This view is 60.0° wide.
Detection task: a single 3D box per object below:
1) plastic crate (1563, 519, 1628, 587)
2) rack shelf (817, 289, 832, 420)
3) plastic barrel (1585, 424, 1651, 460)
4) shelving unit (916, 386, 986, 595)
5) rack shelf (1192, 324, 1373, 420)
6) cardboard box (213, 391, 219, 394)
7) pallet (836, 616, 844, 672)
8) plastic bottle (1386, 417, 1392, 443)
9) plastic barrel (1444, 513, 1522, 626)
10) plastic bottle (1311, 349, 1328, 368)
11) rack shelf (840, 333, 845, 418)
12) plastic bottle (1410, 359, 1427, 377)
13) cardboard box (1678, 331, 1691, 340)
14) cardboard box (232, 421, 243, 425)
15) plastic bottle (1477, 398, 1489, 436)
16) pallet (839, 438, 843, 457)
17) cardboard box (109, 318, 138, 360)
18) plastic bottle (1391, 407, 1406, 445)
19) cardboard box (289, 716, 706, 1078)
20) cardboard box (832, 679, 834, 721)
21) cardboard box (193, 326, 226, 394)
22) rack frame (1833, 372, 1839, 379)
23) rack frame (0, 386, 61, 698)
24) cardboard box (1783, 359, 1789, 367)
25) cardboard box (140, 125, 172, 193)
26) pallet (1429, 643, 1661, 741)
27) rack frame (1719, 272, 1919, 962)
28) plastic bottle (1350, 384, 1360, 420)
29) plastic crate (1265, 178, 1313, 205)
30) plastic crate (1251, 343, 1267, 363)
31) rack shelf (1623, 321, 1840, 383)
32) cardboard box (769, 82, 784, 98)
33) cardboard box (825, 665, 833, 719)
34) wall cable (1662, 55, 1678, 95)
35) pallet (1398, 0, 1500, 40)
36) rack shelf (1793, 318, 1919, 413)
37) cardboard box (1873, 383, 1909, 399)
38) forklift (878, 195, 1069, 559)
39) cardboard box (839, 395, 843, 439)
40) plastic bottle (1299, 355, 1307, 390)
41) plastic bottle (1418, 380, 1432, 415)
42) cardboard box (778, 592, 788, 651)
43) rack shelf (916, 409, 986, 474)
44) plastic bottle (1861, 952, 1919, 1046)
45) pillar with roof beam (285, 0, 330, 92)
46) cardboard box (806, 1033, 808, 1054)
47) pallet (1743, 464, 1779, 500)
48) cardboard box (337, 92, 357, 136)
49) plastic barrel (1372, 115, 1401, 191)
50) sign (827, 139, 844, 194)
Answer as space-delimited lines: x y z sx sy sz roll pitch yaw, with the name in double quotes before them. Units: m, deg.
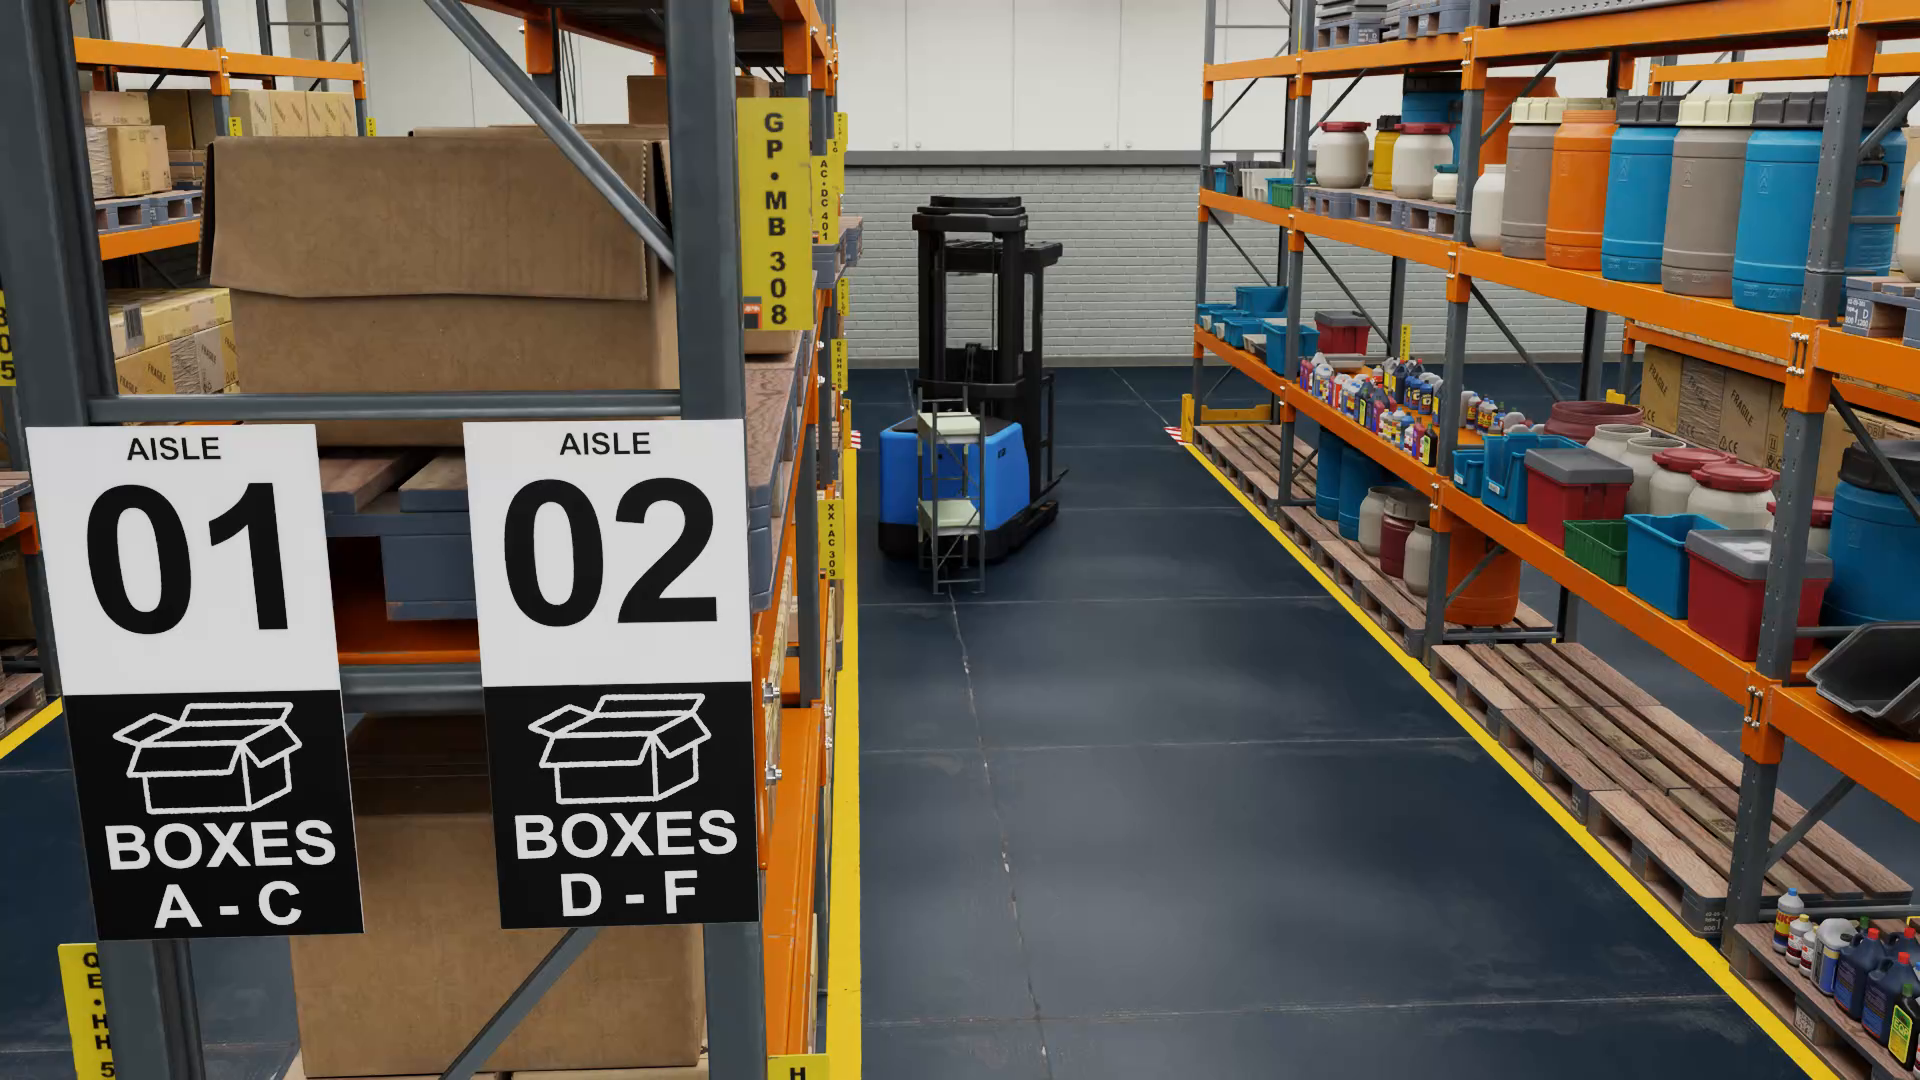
"plastic crate" 3.490 0.063 8.686 0.450 0.188 0.662 -1 14 -3
"rack shelf" -1.188 -1.137 8.349 1.077 0.370 4.000 -1 14 -3
"plastic barrel" 3.909 -0.407 9.864 0.421 0.512 0.421 0 14 0
"shelving unit" -0.075 -0.399 13.069 0.431 1.500 0.755 -3 15 -10
"rack shelf" 3.260 -1.749 16.749 1.077 0.370 4.000 -1 14 -3
"cardboard box" -6.190 -1.128 13.355 0.380 0.149 0.250 0 14 -2
"pallet" -1.321 0.634 11.638 1.003 0.211 1.213 -1 14 -3
"plastic bottle" 3.148 -0.811 12.056 0.097 0.201 0.097 0 14 0
"plastic barrel" 3.584 0.121 11.550 0.600 0.830 0.708 -1 14 -3
"plastic bottle" 3.085 -1.474 14.334 0.144 0.351 0.185 -1 14 -3
"rack shelf" -1.684 -1.674 16.455 1.077 0.370 4.000 -1 14 -3
"plastic bottle" 3.779 -1.307 13.685 0.144 0.351 0.185 -1 14 -3
"cardboard box" 7.838 -2.201 17.565 0.380 0.149 0.250 -1 14 -5
"cardboard box" -6.689 -1.099 15.651 0.380 0.149 0.250 -1 14 -5
"plastic bottle" 3.890 -0.915 12.321 0.097 0.271 0.097 0 14 0
"pallet" -1.753 -0.952 17.803 1.003 0.211 1.213 -1 14 -3
"cardboard box" -6.096 -1.393 11.577 0.500 0.250 0.500 -1 14 -3
"plastic bottle" 3.154 -0.820 11.953 0.097 0.271 0.097 0 14 0
"cardboard box" -0.836 0.653 3.163 0.700 0.500 0.500 -1 14 -3
"cardboard box" -0.973 0.979 9.378 0.500 0.250 0.500 -1 14 -2
"cardboard box" -6.182 -1.412 13.156 0.500 0.500 0.500 -1 14 -3
"rack frame" 8.327 -1.677 15.023 1.000 3.000 0.127 -1 14 -3
"rack frame" -6.256 -0.453 10.265 1.000 3.000 0.127 -1 14 -3
"cardboard box" 7.965 -1.690 15.579 0.380 0.149 0.250 -1 14 -2
"cardboard box" -6.559 -2.941 12.834 0.700 0.500 0.500 -2 15 -6
"pallet" 3.641 0.938 10.456 1.003 0.211 1.213 -1 14 -3
"rack frame" 3.880 0.389 6.993 1.000 3.000 0.127 -1 14 -3
"plastic bottle" 3.090 -1.076 12.945 0.097 0.271 0.097 0 14 0
"plastic crate" 3.009 -3.193 15.234 0.416 0.233 0.300 -1 14 -3
"plastic crate" 3.046 -1.770 15.819 0.437 0.125 0.590 -1 14 -3
"rack shelf" 8.203 -1.826 17.046 1.077 0.370 4.000 -1 14 -3
"cardboard box" -1.333 -2.624 10.477 0.500 0.500 0.500 -1 14 -3
"cardboard box" -0.938 0.833 8.821 0.500 0.311 0.500 0 14 -2
"wall cable" 11.169 -8.594 23.414 2.277 5.999 0.120 -1 14 -3
"pallet" 3.618 -3.406 10.885 1.213 0.211 1.003 -1 14 -3
"rack shelf" 4.003 -0.218 4.776 1.077 0.370 4.000 -1 14 -3
"cardboard box" 8.138 -1.482 14.065 0.500 0.500 0.500 -1 14 -3
"forklift" 0.267 -1.583 14.796 1.130 2.935 3.031 5 15 18
"cardboard box" -1.528 -1.391 18.045 0.500 0.500 0.500 -1 14 -3
"plastic bottle" 2.981 -1.446 14.361 0.061 0.283 0.133 -1 14 -3
"plastic bottle" 3.684 -1.131 13.160 0.097 0.271 0.097 0 14 0
"cardboard box" -0.802 0.293 5.864 0.380 0.149 0.250 -1 14 -5
"rack shelf" -0.075 -0.777 12.972 0.431 0.370 0.720 -3 15 -10
"plastic bottle" 3.527 1.713 6.281 0.144 0.351 0.185 -1 15 -6
"pillar with roof beam" -3.486 -6.072 20.067 9.100 9.000 0.400 -1 14 -3
"cardboard box" -0.764 1.591 5.494 0.500 0.500 0.500 -1 14 -3
"pallet" 8.358 -0.517 16.111 1.003 0.211 1.213 -1 14 -3
"cardboard box" -6.434 -4.259 16.794 0.500 0.500 0.500 -1 14 -4
"plastic barrel" 3.643 -3.124 13.407 0.600 0.588 0.600 0 14 0
"sign" -0.758 -2.278 10.144 0.100 0.325 0.005 -1 14 -3
